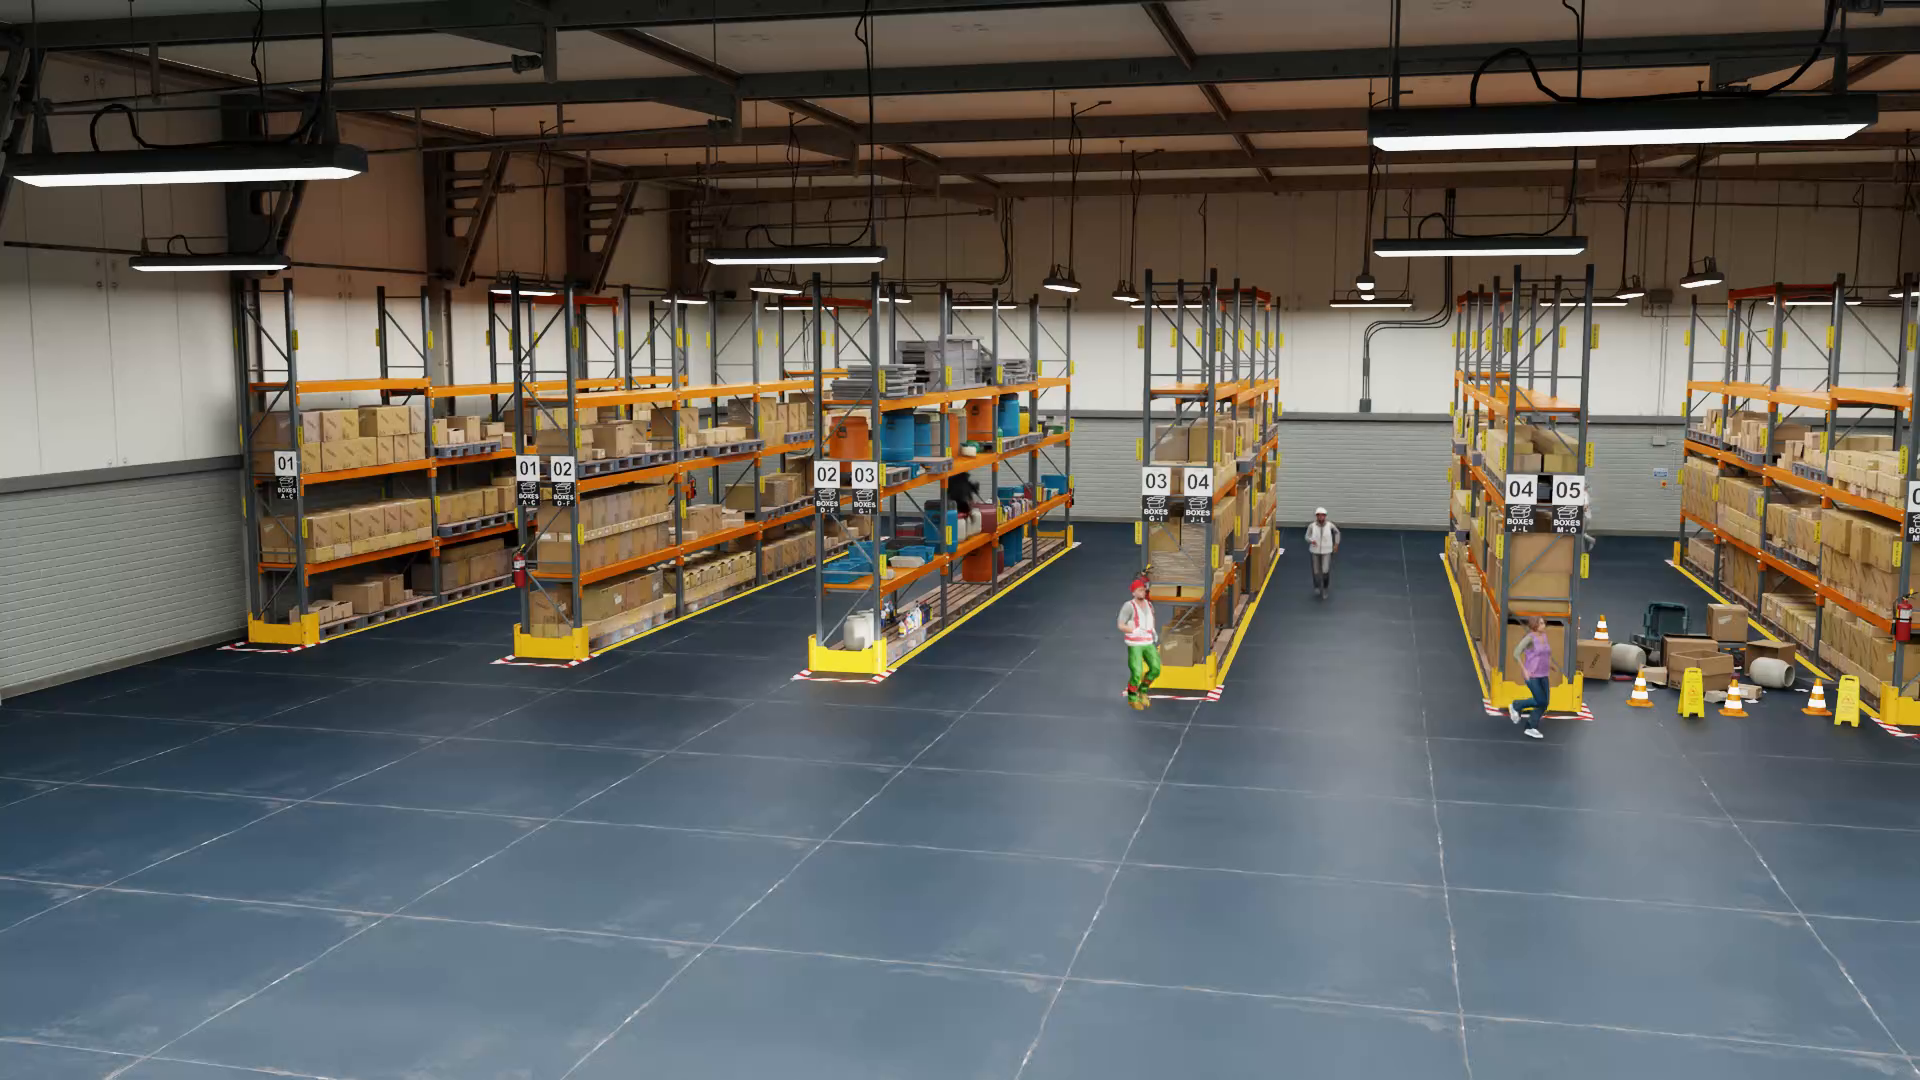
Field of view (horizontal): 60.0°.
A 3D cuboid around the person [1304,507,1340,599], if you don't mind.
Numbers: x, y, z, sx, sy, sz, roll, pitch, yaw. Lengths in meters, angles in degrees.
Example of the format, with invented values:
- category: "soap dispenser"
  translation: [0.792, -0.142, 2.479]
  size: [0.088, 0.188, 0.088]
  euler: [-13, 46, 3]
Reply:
- category: "person"
  translation: [7.029, 0.271, 32.335]
  size: [0.670, 1.816, 0.715]
  euler: [2, 7, 15]

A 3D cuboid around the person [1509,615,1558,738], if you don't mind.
- category: "person"
  translation: [7.296, 1.724, 21.078]
  size: [0.550, 1.552, 0.506]
  euler: [-4, 8, -32]

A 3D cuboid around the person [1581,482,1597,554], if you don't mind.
- category: "person"
  translation: [14.562, -0.513, 38.862]
  size: [0.647, 1.758, 0.653]
  euler: [2, 7, 19]

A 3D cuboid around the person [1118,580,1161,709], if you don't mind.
- category: "person"
  translation: [2.487, 1.433, 22.591]
  size: [0.710, 1.776, 0.588]
  euler: [-4, 8, -31]
